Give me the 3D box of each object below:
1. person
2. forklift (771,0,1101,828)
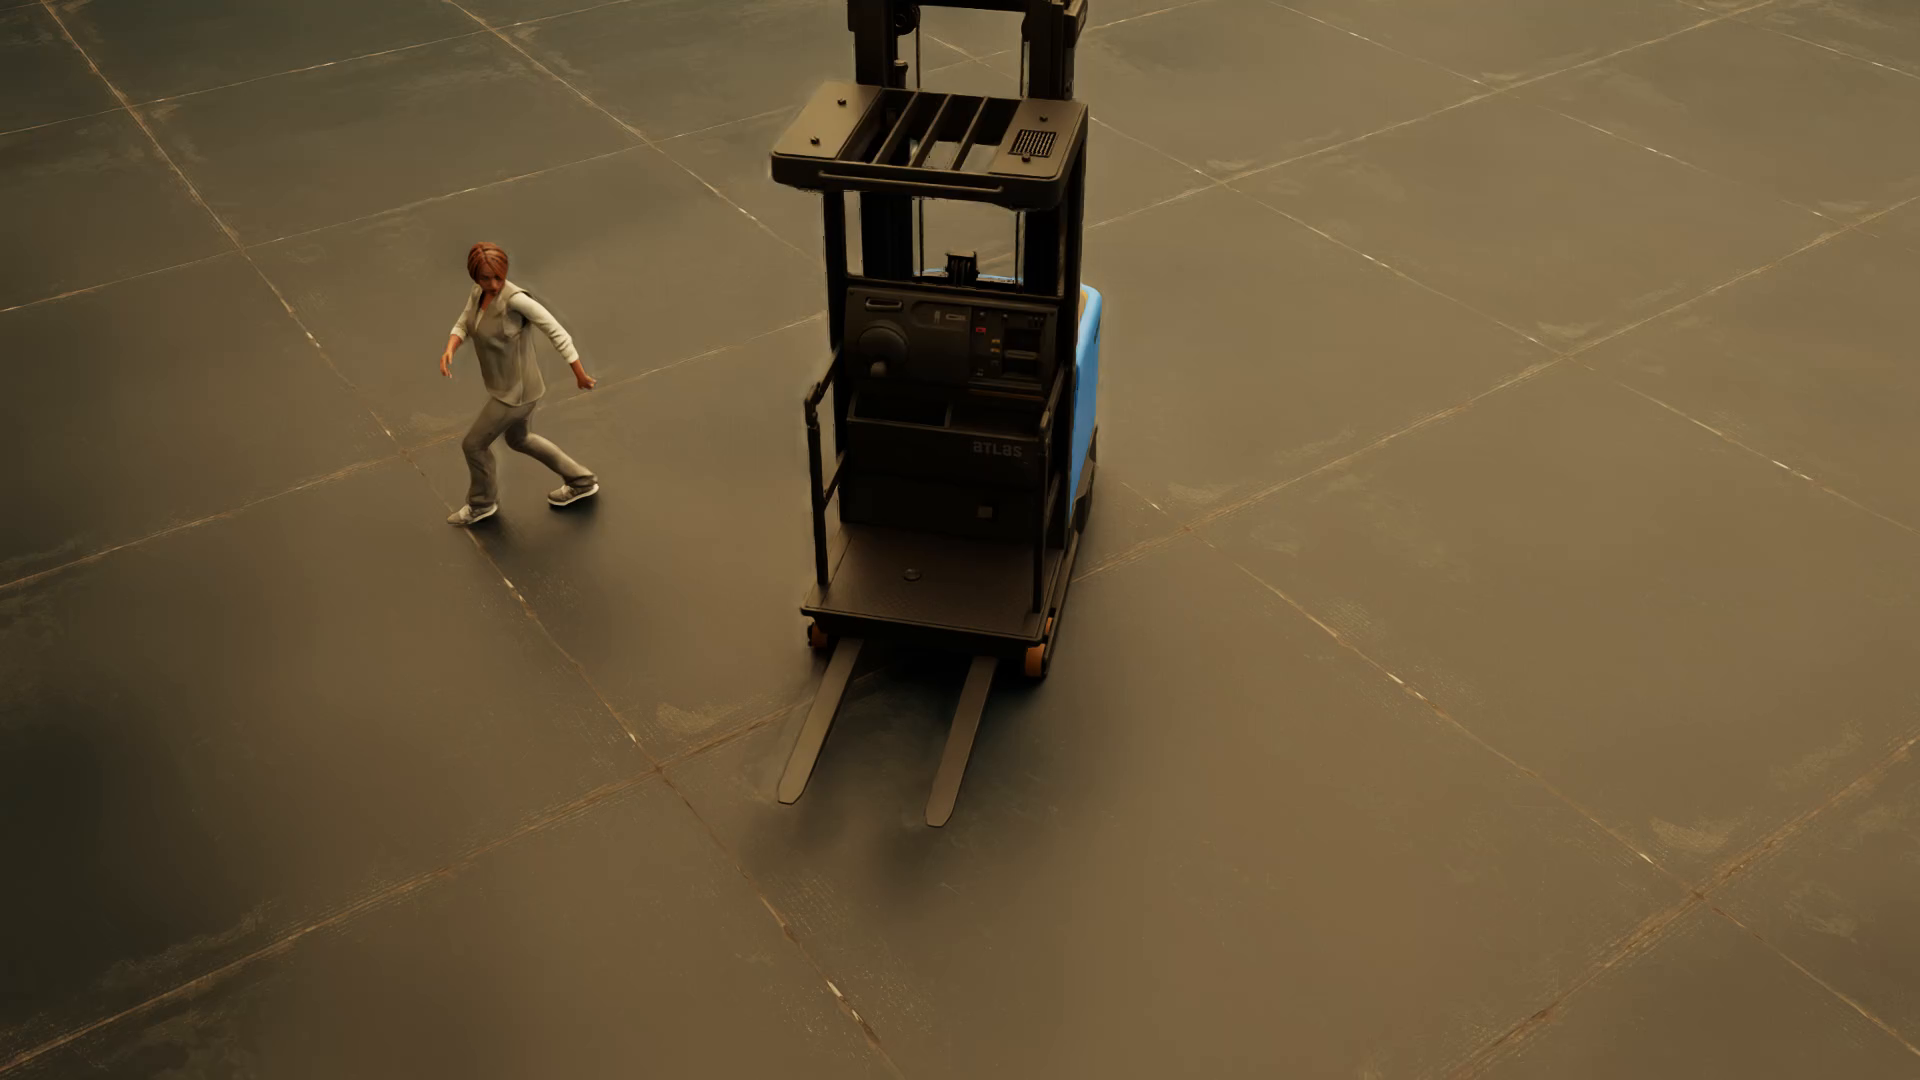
[{"bbox_3d":[-2.230,-0.753,8.180,0.839,1.540,0.428,-12,38,-16],"label":"person"},{"bbox_3d":[-0.086,-0.795,7.020,1.130,2.935,3.031,7,37,10],"label":"forklift"}]
